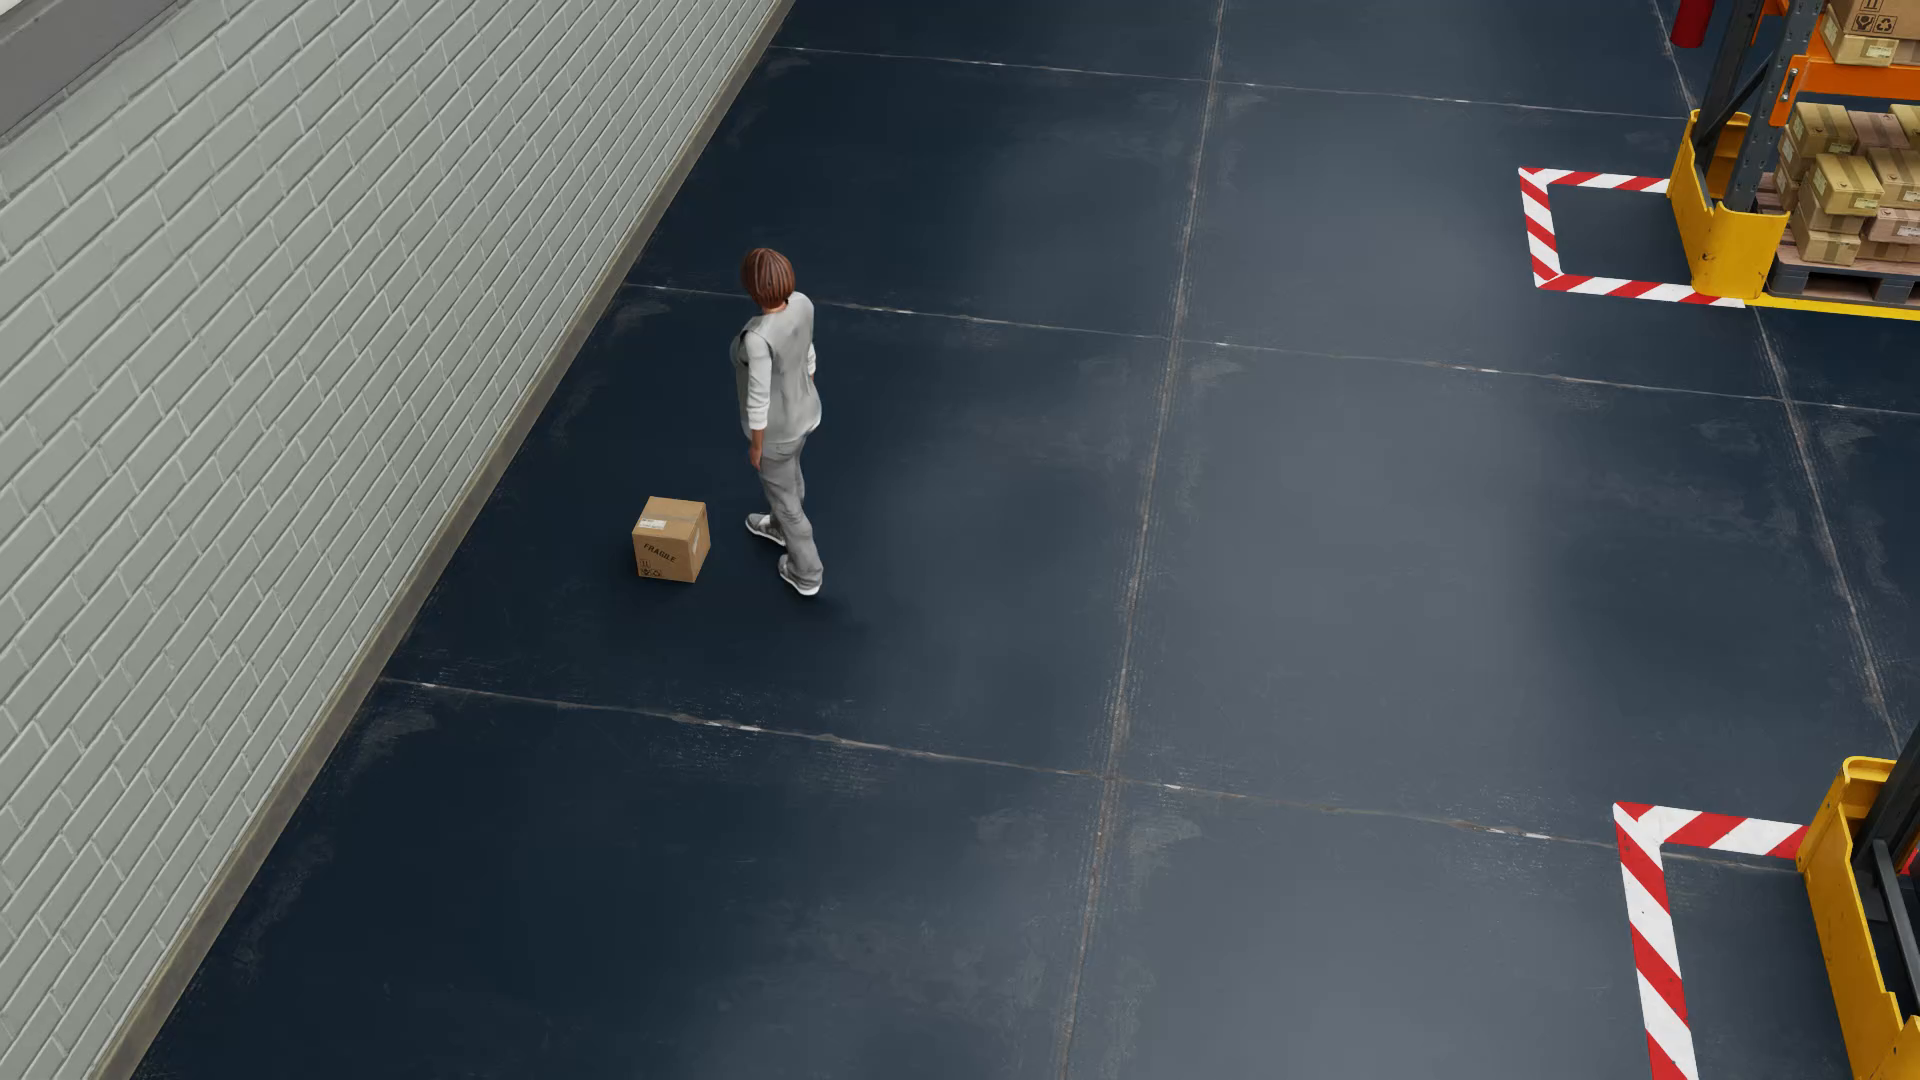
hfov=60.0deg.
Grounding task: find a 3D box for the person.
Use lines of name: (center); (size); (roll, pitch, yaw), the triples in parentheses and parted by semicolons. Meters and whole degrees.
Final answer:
person: (-0.720, -0.722, 6.483); (0.302, 0.937, 0.424); (20, 45, 22)
